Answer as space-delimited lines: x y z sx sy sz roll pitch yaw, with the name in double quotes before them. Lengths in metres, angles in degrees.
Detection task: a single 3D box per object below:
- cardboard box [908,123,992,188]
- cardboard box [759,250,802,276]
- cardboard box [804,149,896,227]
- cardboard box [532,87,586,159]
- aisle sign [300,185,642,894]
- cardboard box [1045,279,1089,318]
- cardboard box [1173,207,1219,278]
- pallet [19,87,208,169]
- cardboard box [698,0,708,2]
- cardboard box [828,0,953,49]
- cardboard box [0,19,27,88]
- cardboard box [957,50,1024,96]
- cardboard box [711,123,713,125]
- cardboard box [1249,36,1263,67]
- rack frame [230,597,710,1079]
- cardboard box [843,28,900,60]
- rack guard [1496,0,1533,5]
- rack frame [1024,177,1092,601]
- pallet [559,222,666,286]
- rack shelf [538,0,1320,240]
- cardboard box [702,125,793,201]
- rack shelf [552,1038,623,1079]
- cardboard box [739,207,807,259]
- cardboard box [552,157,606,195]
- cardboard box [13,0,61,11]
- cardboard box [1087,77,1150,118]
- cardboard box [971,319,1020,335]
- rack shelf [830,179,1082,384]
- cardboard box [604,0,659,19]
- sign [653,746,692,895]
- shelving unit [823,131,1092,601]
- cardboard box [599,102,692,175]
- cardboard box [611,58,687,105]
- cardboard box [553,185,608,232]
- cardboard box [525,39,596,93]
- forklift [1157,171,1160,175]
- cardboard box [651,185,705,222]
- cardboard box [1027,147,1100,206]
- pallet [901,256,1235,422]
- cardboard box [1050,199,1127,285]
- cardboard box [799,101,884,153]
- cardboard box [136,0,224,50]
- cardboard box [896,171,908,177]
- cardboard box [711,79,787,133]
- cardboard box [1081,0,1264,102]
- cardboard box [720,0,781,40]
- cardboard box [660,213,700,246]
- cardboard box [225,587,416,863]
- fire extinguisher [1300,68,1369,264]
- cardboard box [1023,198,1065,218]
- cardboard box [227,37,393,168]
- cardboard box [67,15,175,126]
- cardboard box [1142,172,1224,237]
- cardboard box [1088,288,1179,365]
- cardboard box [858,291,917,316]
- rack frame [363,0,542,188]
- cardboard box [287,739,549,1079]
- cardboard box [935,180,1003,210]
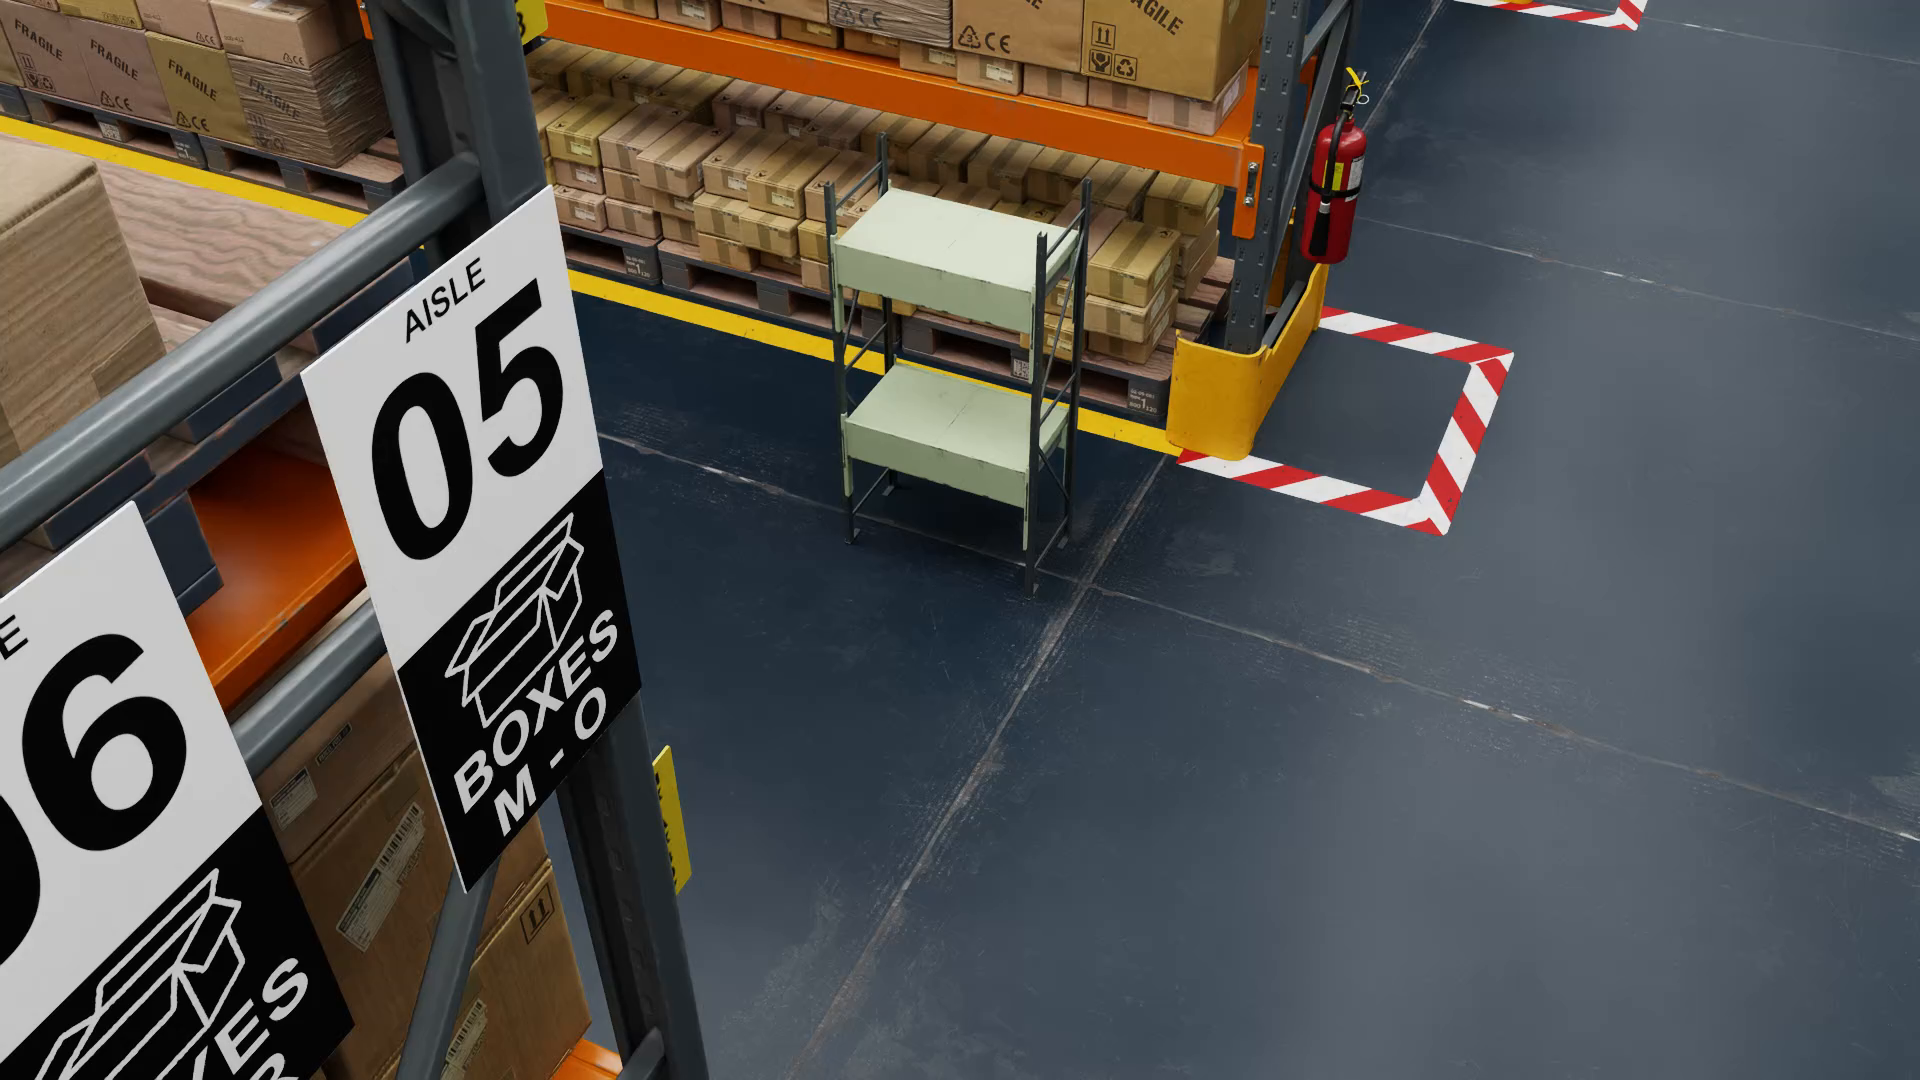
"cardboard box" -0.031 -1.712 7.337 0.250 0.149 0.380 19 44 20
"cardboard box" -0.686 -1.341 7.363 0.250 0.149 0.380 18 44 20
"cardboard box" -0.464 -1.498 7.090 0.250 0.149 0.380 16 43 17
"cardboard box" -1.894 -1.890 7.542 0.250 0.149 0.380 19 44 21
"aisle sign" -0.532 0.025 1.946 0.004 0.787 0.394 17 44 19
"cardboard box" 0.469 -1.081 6.836 0.250 0.149 0.380 16 43 18
"cardboard box" 0.915 -1.297 7.086 0.250 0.149 0.380 19 44 20
"pallet" -4.159 -2.412 8.871 1.213 0.211 1.003 17 44 19
"cardboard box" -1.108 -2.484 6.522 0.500 0.500 0.500 16 43 18
"cardboard box" -0.162 -2.208 6.204 0.500 0.500 0.500 17 44 19
"cardboard box" -4.978 -2.751 8.722 0.500 0.500 0.500 17 44 19
"cardboard box" 0.182 -1.842 6.277 0.250 0.149 0.380 18 44 20
"cardboard box" -1.237 -1.950 7.839 0.250 0.149 0.380 17 44 19
"cardboard box" 1.127 -1.996 6.454 0.250 0.149 0.380 17 44 18
"rack frame" -0.720 1.160 2.622 0.127 3.000 1.000 17 44 19
"cardboard box" -0.263 -2.043 6.508 0.250 0.149 0.380 15 43 17
"rack guard" 3.492 -3.771 10.219 0.348 0.500 1.175 17 44 19
"rack frame" 0.326 -0.467 5.644 0.023 1.500 0.400 17 44 19
"pallet" -1.720 -1.695 8.045 1.213 0.211 1.003 17 44 19
"rack shelf" -0.531 -2.088 6.918 4.000 0.370 1.077 17 44 19
"cardboard box" -0.920 -1.645 7.260 0.250 0.149 0.380 15 43 17
"rack shelf" -2.532 0.878 3.496 4.000 0.370 1.077 17 44 19
"cardboard box" -0.749 -1.397 7.201 0.250 0.149 0.380 17 44 19
"cardboard box" -1.647 -1.754 7.613 0.250 0.149 0.380 17 44 18
"cardboard box" -4.543 -2.899 8.320 0.500 0.250 0.500 17 44 19
"cardboard box" 0.657 -1.725 6.142 0.250 0.149 0.380 17 44 19
"cardboard box" 0.238 -1.045 7.021 0.250 0.149 0.380 17 44 18
"rack shelf" -0.006 -0.863 5.505 0.720 0.370 0.431 17 44 19
"cardboard box" -1.251 -2.289 6.792 0.250 0.149 0.380 18 44 19
"sign" -0.480 0.475 2.690 0.005 0.325 0.100 17 44 19
"shelving unit" -0.006 -0.569 5.761 0.755 1.500 0.431 17 44 19
"cardboard box" -1.398 -1.791 7.428 0.250 0.149 0.380 16 43 18
"cardboard box" -1.434 -2.164 7.858 0.250 0.149 0.380 17 44 18
"cardboard box" -1.661 -1.592 7.653 0.250 0.149 0.380 17 44 18
"cardboard box" -1.911 -2.276 7.988 0.250 0.149 0.380 18 44 20
"forklift" 0.118 -3.512 8.064 3.031 2.935 1.130 30 49 30
"cardboard box" -1.164 -1.588 7.421 0.250 0.149 0.380 19 44 21
"cardboard box" 0.476 -1.610 7.219 0.250 0.149 0.380 17 44 19
"pallet" 0.492 -1.019 7.265 1.213 0.211 1.003 17 44 19
"cardboard box" 0.491 -1.212 6.760 0.250 0.149 0.380 18 44 19
"cardboard box" -0.519 -1.825 7.467 0.250 0.149 0.380 17 44 19
"cardboard box" -3.585 -2.618 7.995 0.500 0.250 0.500 19 44 21
"cardboard box" -0.299 -1.625 7.464 0.250 0.149 0.380 19 44 21
"cardboard box" -0.947 -2.026 7.699 0.250 0.149 0.380 15 43 17
"cardboard box" 0.766 -1.928 5.881 0.500 0.500 0.500 18 44 19
"cardboard box" -0.748 -2.164 6.648 0.250 0.149 0.380 19 44 20
"cardboard box" -1.151 -1.498 7.544 0.250 0.149 0.380 15 43 17
"cardboard box" -0.924 0.237 2.352 0.250 0.149 0.380 18 44 20
"fire extinguisher" 1.315 -1.292 5.795 0.183 0.674 0.296 17 44 19
"cardboard box" 0.432 -1.422 7.229 0.250 0.149 0.380 18 44 19
"cardboard box" -3.120 -2.183 8.067 0.500 0.500 0.500 16 43 18
"cardboard box" -4.048 -2.470 8.398 0.500 0.500 0.500 16 43 18
"cardboard box" 0.950 -1.459 7.045 0.250 0.149 0.380 15 43 17
"cardboard box" 0.716 -0.910 6.865 0.250 0.149 0.380 18 44 19
"cardboard box" -0.249 -1.139 7.130 0.250 0.149 0.380 15 43 17
"rack frame" -2.343 -2.914 7.322 0.127 3.000 1.000 17 44 19
"cardboard box" -1.034 0.442 2.610 0.500 0.500 0.500 16 43 18
"cardboard box" -0.005 -1.318 6.882 0.250 0.149 0.380 15 43 17
